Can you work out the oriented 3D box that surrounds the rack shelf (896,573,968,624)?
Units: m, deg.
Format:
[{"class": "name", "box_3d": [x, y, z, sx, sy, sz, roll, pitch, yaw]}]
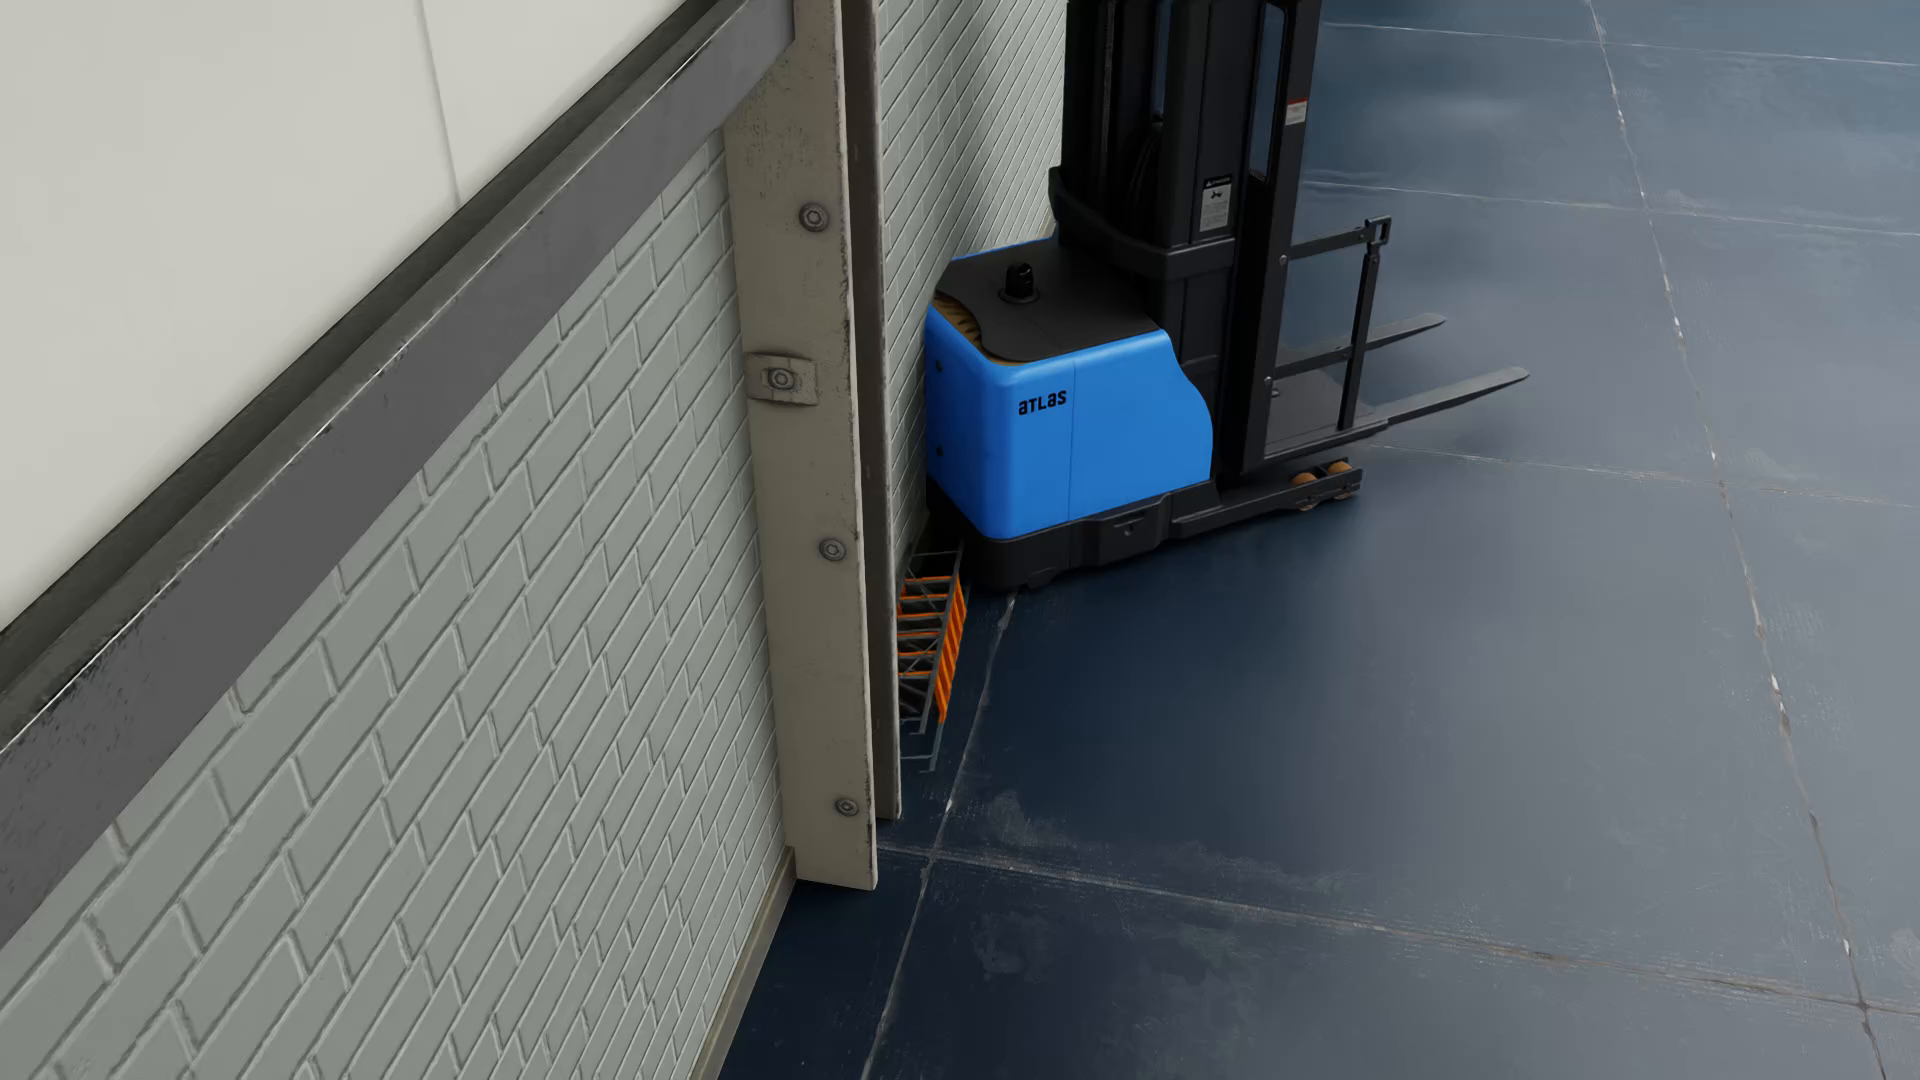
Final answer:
[{"class": "rack shelf", "box_3d": [-0.115, 0.246, 6.713, 0.258, 0.180, 0.103, -5, 34, 12]}]

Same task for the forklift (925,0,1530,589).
[{"class": "forklift", "box_3d": [1.236, -1.580, 6.932, 3.031, 2.935, 1.130, -16, 39, -21]}]

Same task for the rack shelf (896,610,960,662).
[{"class": "rack shelf", "box_3d": [-0.145, 0.384, 6.518, 0.258, 0.180, 0.103, -5, 34, 12]}]

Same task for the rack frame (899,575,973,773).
[{"class": "rack frame", "box_3d": [-0.137, 0.502, 6.508, 0.240, 0.006, 1.200, -5, 34, 12]}]

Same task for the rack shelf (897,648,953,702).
[{"class": "rack shelf", "box_3d": [-0.174, 0.521, 6.324, 0.258, 0.180, 0.103, -5, 34, 12]}]

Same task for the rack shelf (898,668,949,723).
[{"class": "rack shelf", "box_3d": [-0.189, 0.590, 6.227, 0.258, 0.180, 0.103, -5, 34, 12]}]

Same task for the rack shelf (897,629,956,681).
[{"class": "rack shelf", "box_3d": [-0.159, 0.452, 6.421, 0.258, 0.180, 0.103, -5, 34, 12]}]

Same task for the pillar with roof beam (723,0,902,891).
[{"class": "pillar with roof beam", "box_3d": [3.806, -2.052, 2.413, 9.100, 9.000, 0.400, 7, 37, 10]}]

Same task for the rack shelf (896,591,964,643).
[{"class": "rack shelf", "box_3d": [-0.130, 0.315, 6.616, 0.258, 0.180, 0.103, -5, 34, 12]}]

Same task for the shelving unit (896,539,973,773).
[{"class": "shelving unit", "box_3d": [-0.154, 0.427, 6.457, 0.258, 0.189, 1.200, -5, 34, 12]}]

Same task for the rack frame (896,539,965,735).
[{"class": "rack frame", "box_3d": [-0.170, 0.352, 6.407, 0.240, 0.006, 1.200, -5, 34, 12]}]
